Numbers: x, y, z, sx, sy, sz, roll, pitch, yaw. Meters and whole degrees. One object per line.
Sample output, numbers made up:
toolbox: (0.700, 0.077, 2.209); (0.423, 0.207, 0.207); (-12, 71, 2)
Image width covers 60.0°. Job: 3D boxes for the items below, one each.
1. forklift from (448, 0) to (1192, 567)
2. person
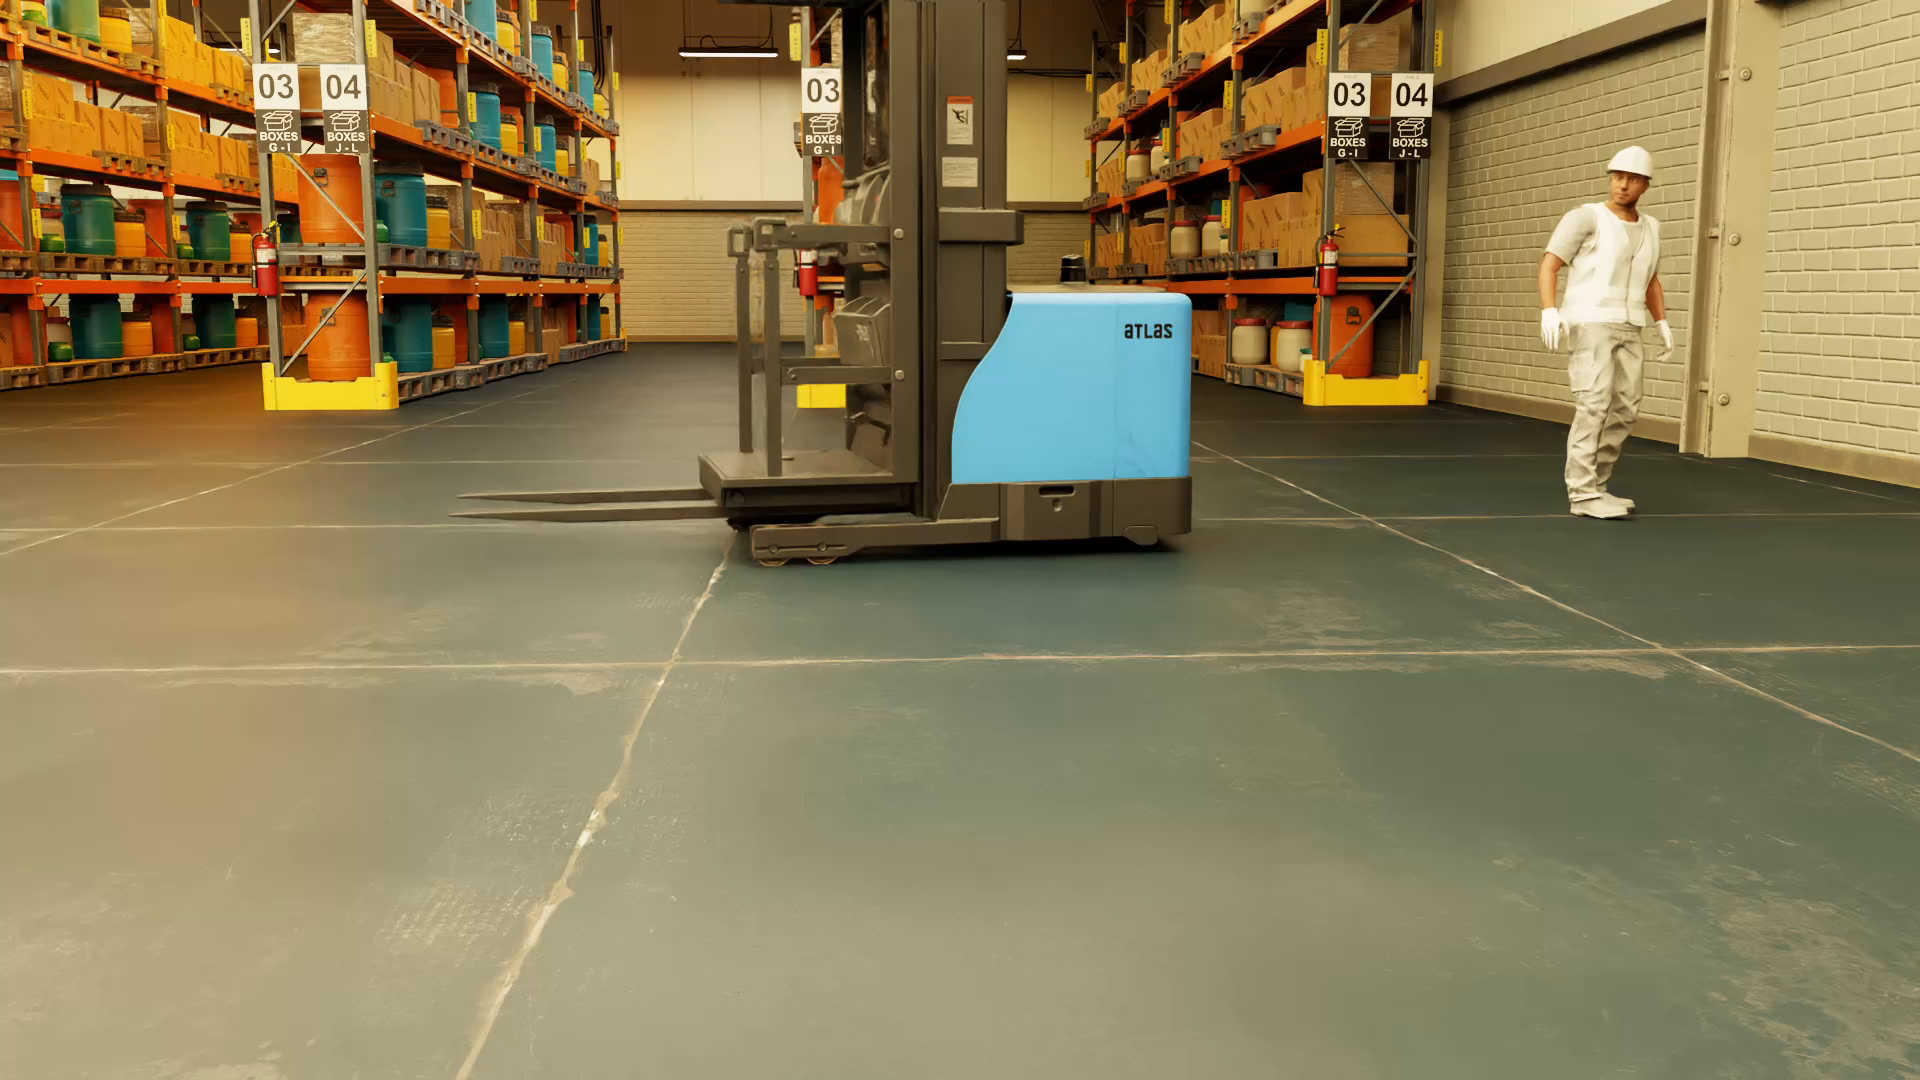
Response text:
forklift: (-0.593, -1.427, 6.940); (3.031, 2.935, 1.130); (-2, 9, -14)
person: (3.180, -1.007, 8.066); (0.769, 1.771, 0.501); (-4, 9, -26)
